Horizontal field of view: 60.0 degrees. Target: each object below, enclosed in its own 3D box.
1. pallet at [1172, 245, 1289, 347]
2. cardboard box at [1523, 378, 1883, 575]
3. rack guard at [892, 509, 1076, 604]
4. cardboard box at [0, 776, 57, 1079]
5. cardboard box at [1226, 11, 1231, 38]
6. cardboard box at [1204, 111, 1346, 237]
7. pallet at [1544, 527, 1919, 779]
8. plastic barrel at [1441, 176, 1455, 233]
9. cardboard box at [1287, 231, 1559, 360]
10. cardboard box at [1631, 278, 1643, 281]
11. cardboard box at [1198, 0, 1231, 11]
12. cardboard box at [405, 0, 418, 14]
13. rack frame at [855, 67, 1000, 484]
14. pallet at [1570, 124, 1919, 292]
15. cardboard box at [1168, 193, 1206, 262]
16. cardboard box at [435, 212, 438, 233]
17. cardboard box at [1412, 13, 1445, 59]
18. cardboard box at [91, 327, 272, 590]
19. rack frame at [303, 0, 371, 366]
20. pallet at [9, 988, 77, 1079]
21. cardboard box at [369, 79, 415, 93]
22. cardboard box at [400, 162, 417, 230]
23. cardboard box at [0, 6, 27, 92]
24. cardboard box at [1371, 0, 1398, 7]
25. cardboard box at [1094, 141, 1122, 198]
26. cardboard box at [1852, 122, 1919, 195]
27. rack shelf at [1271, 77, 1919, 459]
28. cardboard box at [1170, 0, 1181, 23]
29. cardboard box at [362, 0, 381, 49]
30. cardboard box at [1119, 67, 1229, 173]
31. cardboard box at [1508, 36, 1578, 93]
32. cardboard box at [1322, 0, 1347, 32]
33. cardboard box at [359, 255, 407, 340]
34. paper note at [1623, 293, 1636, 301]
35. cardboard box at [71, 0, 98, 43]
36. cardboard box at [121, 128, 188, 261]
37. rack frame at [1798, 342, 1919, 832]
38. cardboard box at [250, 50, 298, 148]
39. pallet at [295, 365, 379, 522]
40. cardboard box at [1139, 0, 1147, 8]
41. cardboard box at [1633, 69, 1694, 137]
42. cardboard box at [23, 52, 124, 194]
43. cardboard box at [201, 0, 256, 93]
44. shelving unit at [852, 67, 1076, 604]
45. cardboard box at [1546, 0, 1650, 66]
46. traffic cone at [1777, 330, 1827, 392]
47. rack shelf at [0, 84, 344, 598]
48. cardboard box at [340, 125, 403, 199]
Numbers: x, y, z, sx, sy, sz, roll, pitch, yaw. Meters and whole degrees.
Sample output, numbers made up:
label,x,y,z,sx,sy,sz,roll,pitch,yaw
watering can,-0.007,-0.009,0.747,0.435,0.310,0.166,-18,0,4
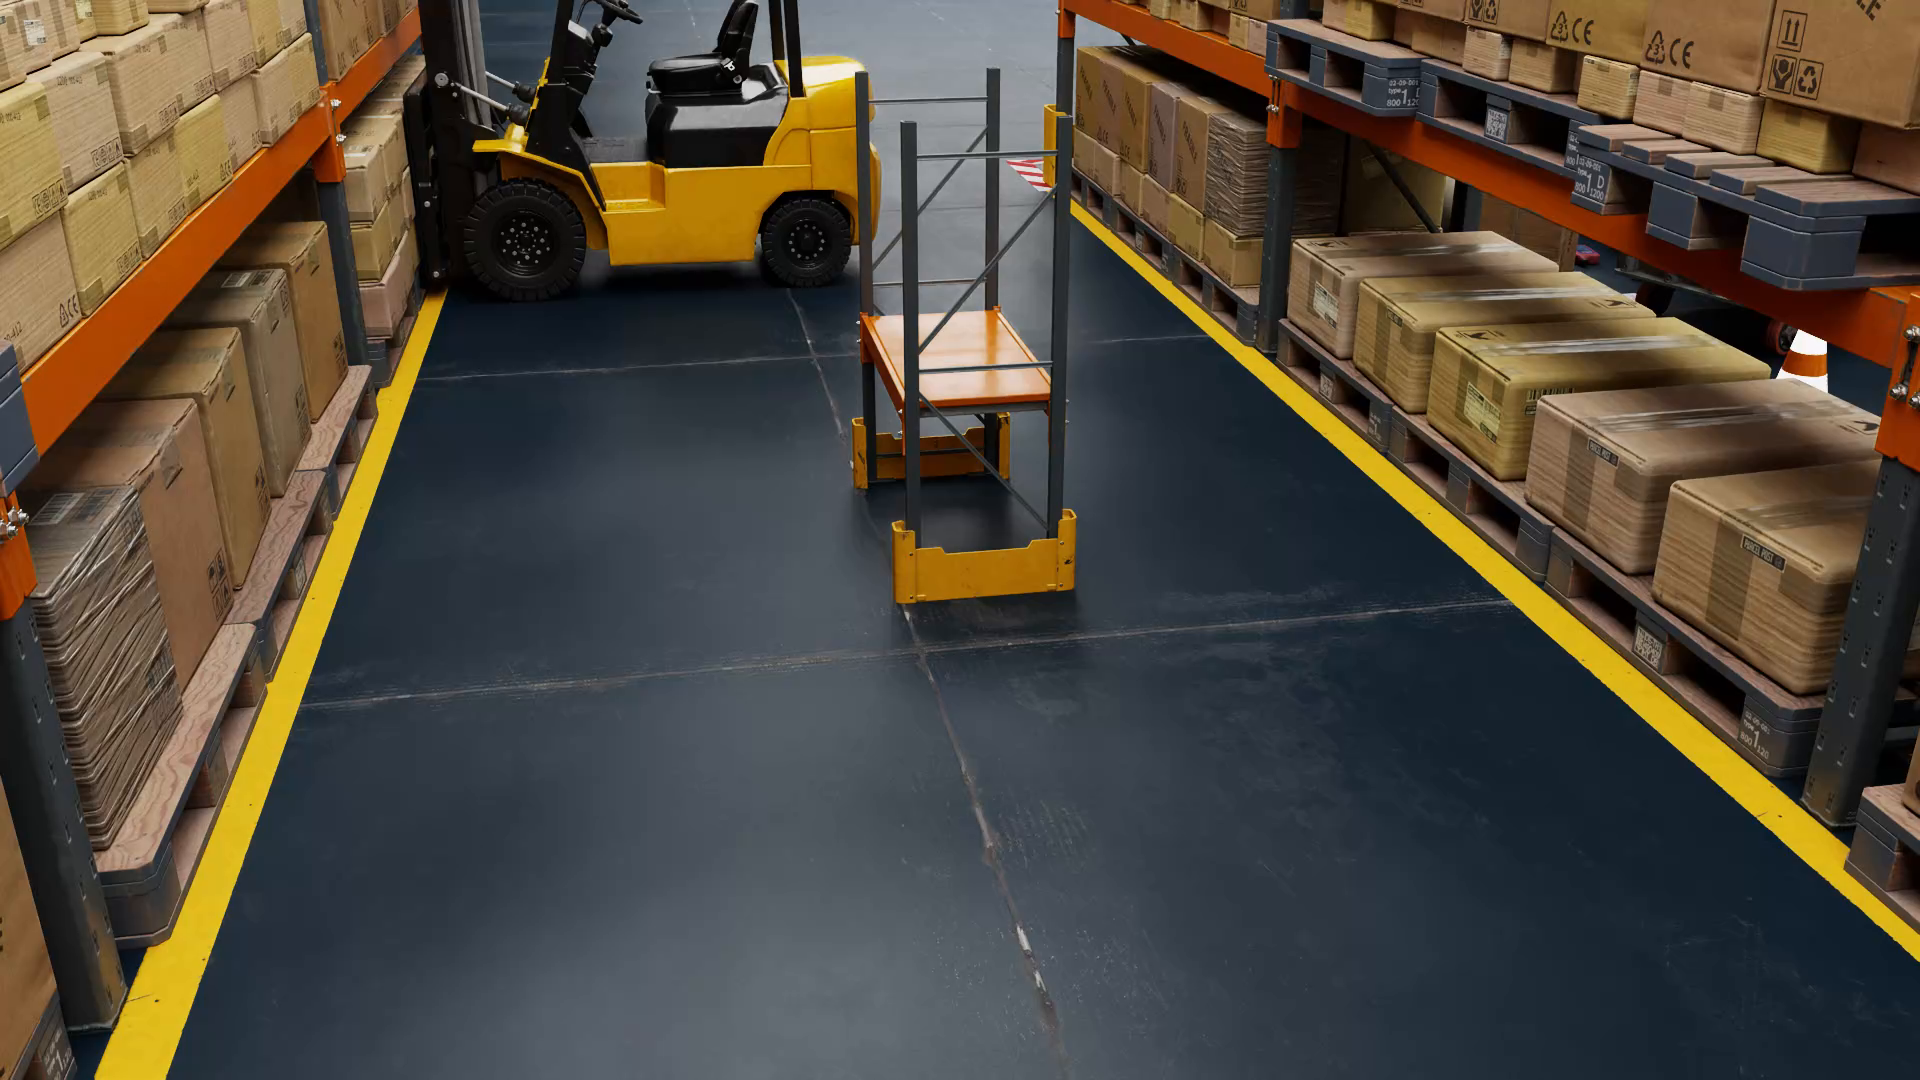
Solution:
label,x,y,z,sx,sy,sz,roll,pitch,yaw
pallet,1.730,-1.274,8.403,1.003,0.211,1.213,-4,24,-10
cardboard box,2.389,-0.218,5.259,0.950,0.372,0.625,-5,24,-11
rack guard,0.078,0.051,5.320,0.587,0.250,0.087,-4,24,-10
cardboard box,-1.959,0.755,2.871,0.500,0.500,0.500,-4,24,-8
cardboard box,1.505,-2.485,8.006,0.380,0.149,0.250,-4,24,-9
cardboard box,1.516,-1.779,8.050,0.500,0.500,0.500,-5,24,-10
pallet,2.485,0.254,4.906,1.003,0.211,1.213,-4,24,-10
plastic barrel,3.019,-1.983,9.760,0.512,0.421,0.421,13,27,27
cardboard box,1.988,-1.072,7.216,0.950,0.372,0.625,-4,24,-9
cardboard box,3.847,-1.517,8.891,0.396,0.266,0.258,18,29,36
cardboard box,1.460,-2.831,7.987,0.500,0.500,0.500,-4,24,-8
cardboard box,-3.292,-3.162,9.116,0.500,0.500,0.500,-4,24,-8
rack frame,-0.110,-0.921,5.984,0.500,1.500,0.032,-4,24,-10
pallet,2.392,-0.901,4.306,1.213,0.211,1.003,-4,24,-10
cardboard box,1.407,-1.644,8.677,0.500,0.250,0.500,-5,24,-11
cardboard box,-3.046,-1.669,8.735,0.500,0.250,0.500,-4,24,-8
cardboard box,1.852,-1.818,5.953,0.380,0.149,0.250,-4,24,-9
cardboard box,-2.604,-0.220,4.948,0.875,0.625,0.625,-5,24,-12
rack frame,-2.989,-1.921,6.401,1.000,3.000,0.127,-4,24,-10
pallet,-2.148,1.226,2.678,1.003,0.211,1.213,-4,24,-10
cardboard box,-3.133,-2.329,8.997,0.500,0.250,0.500,-4,24,-9
cardboard box,-2.951,-1.692,8.164,0.500,0.250,0.500,-5,24,-10
cardboard box,-2.069,-0.943,3.226,0.380,0.149,0.250,-4,24,-9
cardboard box,1.787,-2.262,6.161,0.500,0.500,0.500,-4,24,-10
cardboard box,1.114,-2.257,10.080,0.500,0.250,0.500,-3,24,-8
cardboard box,2.337,-0.906,3.865,0.380,0.149,0.250,-3,24,-8
rack shelf,2.259,-1.174,5.589,1.077,0.370,4.000,-4,24,-10
cardboard box,1.321,-2.781,8.684,0.380,0.149,0.250,-5,24,-11
cardboard box,-3.021,-2.564,7.747,0.500,0.500,0.500,-5,24,-10
cardboard box,1.217,-2.389,9.447,0.500,0.500,0.500,-4,24,-9
cardboard box,1.972,-1.509,5.247,0.380,0.149,0.250,-5,24,-11
cardboard box,1.681,-2.127,6.661,0.380,0.149,0.250,-4,24,-9
cardboard box,-2.753,-1.069,7.360,0.500,0.250,0.500,-4,24,-9
paper note,3.468,-1.264,8.607,0.148,0.019,0.142,-4,24,-10
cardboard box,-2.278,-1.241,3.908,0.380,0.149,0.250,-4,24,-9
cardboard box,-2.281,-0.872,4.187,0.500,0.250,0.500,-5,24,-11
rack frame,2.629,-0.717,3.644,1.000,3.000,0.127,-4,24,-10
cardboard box,-2.540,-1.476,5.570,0.500,0.250,0.500,-4,24,-10
pallet,-2.814,-0.357,6.303,1.003,0.211,1.213,-4,24,-10
cardboard box,1.229,-3.089,9.388,0.380,0.149,0.250,-3,24,-8
cardboard box,2.087,-1.201,4.542,0.380,0.149,0.250,-5,24,-12
cardboard box,-2.182,-0.898,3.621,0.500,0.250,0.500,-4,24,-8
cardboard box,-2.455,-1.504,5.009,0.500,0.250,0.500,-4,24,-9
shelving unit,-0.014,-0.717,5.518,0.587,1.500,1.083,-4,24,-10
cardboard box,2.070,-1.651,4.760,0.500,0.500,0.500,-6,24,-13
traffic cone,3.494,-0.744,6.874,0.336,0.463,0.334,-4,24,-10
rack shelf,-2.619,-0.805,4.744,1.077,0.370,4.000,-4,24,-10
cardboard box,-2.854,-1.727,7.619,0.500,0.250,0.500,-4,24,-10
